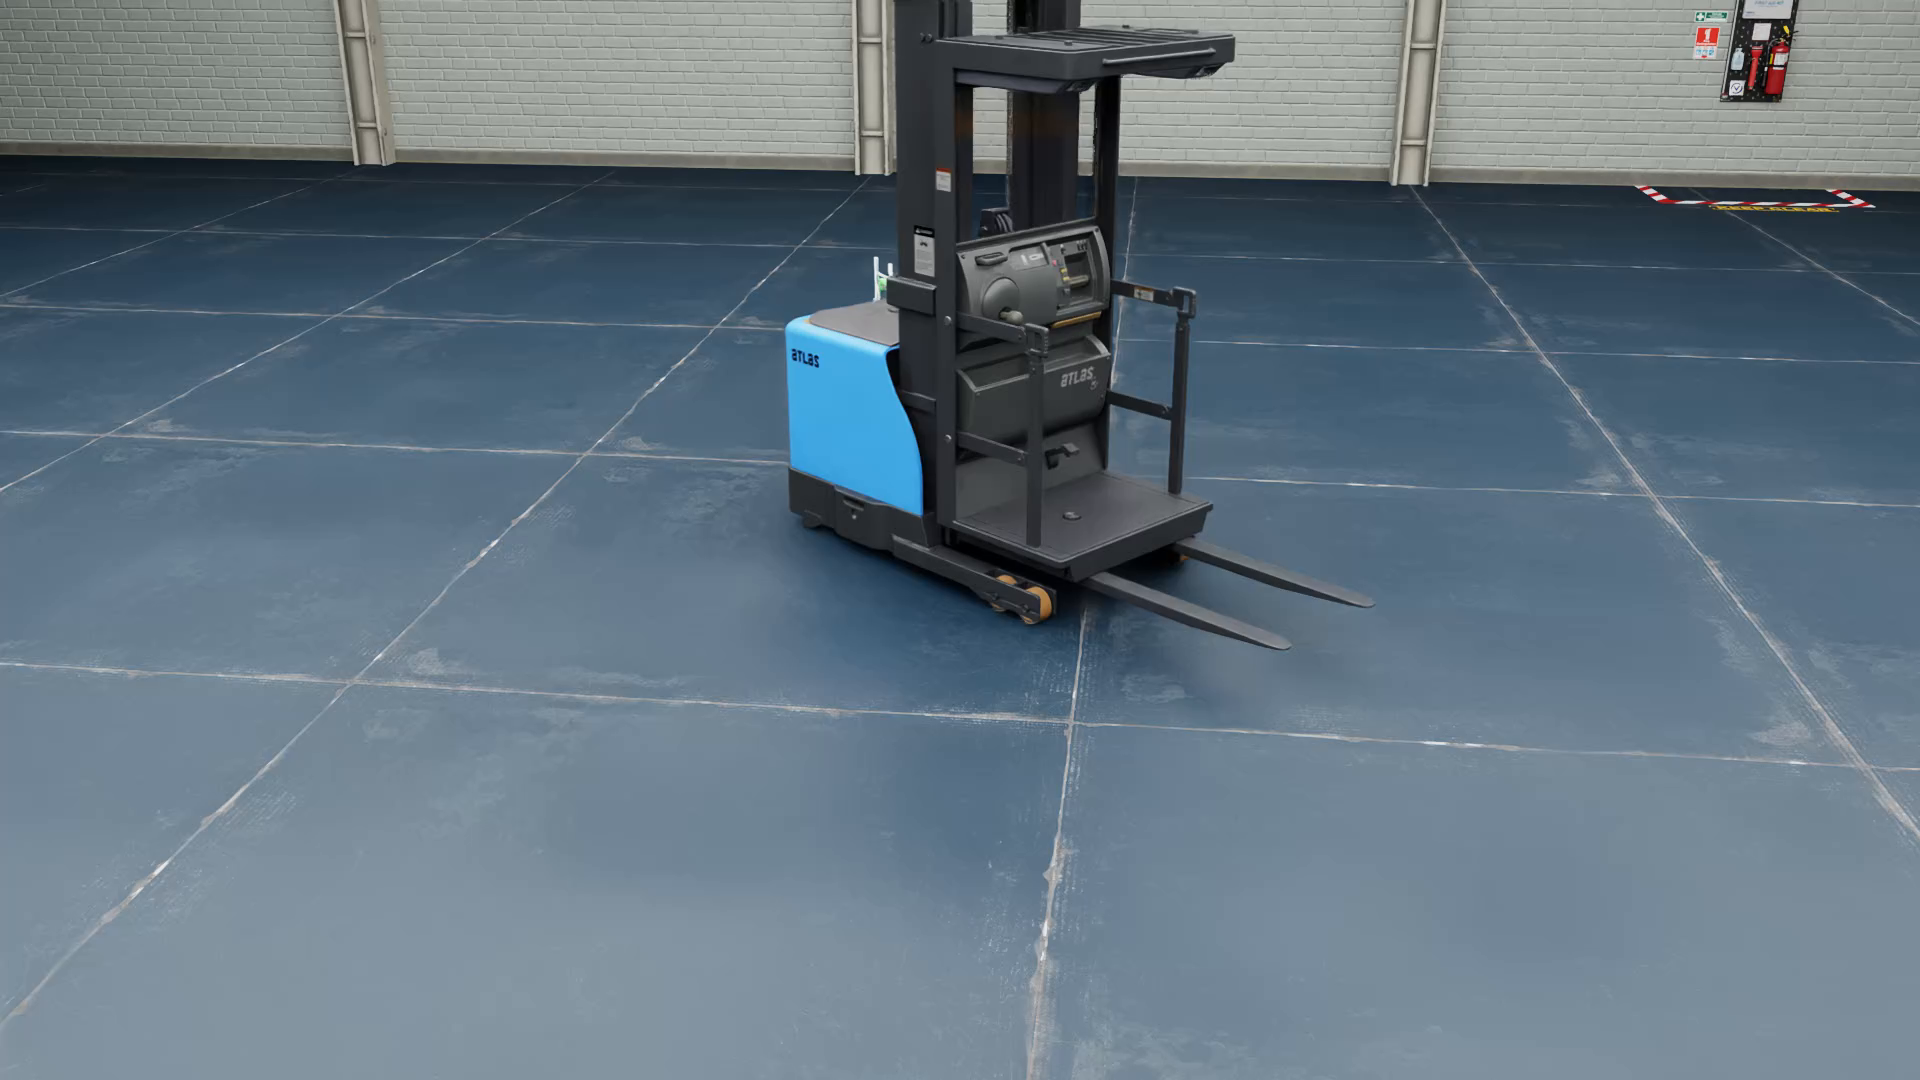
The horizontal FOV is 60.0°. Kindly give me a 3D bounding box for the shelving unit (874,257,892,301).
[{"bbox_3d":[-0.183,-0.981,9.276,0.503,1.200,0.258,-9,21,-21],"label":"shelving unit"}]

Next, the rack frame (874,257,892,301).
[{"bbox_3d":[-0.408,-0.946,9.187,0.015,1.200,0.240,-9,21,-21],"label":"rack frame"}]

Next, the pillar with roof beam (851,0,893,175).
[{"bbox_3d":[-1.492,-6.831,13.478,0.400,9.000,9.100,2,22,6],"label":"pillar with roof beam"}]

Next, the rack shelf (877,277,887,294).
[{"bbox_3d":[-0.189,-1.373,9.136,0.480,0.148,0.258,-9,21,-21],"label":"rack shelf"}]

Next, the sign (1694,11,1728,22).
[{"bbox_3d":[7.949,-5.536,17.592,0.331,0.109,0.001,2,22,6],"label":"sign"}]

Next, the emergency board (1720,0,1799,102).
[{"bbox_3d":[8.482,-5.214,17.549,0.643,1.169,0.194,2,22,6],"label":"emergency board"}]

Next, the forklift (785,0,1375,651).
[{"bbox_3d":[0.496,-1.198,7.484,1.130,2.935,3.031,-20,29,-40],"label":"forklift"}]

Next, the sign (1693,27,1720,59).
[{"bbox_3d":[7.945,-5.293,17.699,0.234,0.329,0.001,2,22,6],"label":"sign"}]

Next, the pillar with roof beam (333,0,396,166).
[{"bbox_3d":[-7.450,-7.091,14.135,0.400,9.000,9.100,2,22,6],"label":"pillar with roof beam"}]

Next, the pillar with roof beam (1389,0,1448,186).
[{"bbox_3d":[4.467,-6.571,12.822,0.400,9.000,9.100,2,22,6],"label":"pillar with roof beam"}]

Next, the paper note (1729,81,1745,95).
[{"bbox_3d":[8.314,-4.838,17.794,0.142,0.148,0.016,2,22,6],"label":"paper note"}]
